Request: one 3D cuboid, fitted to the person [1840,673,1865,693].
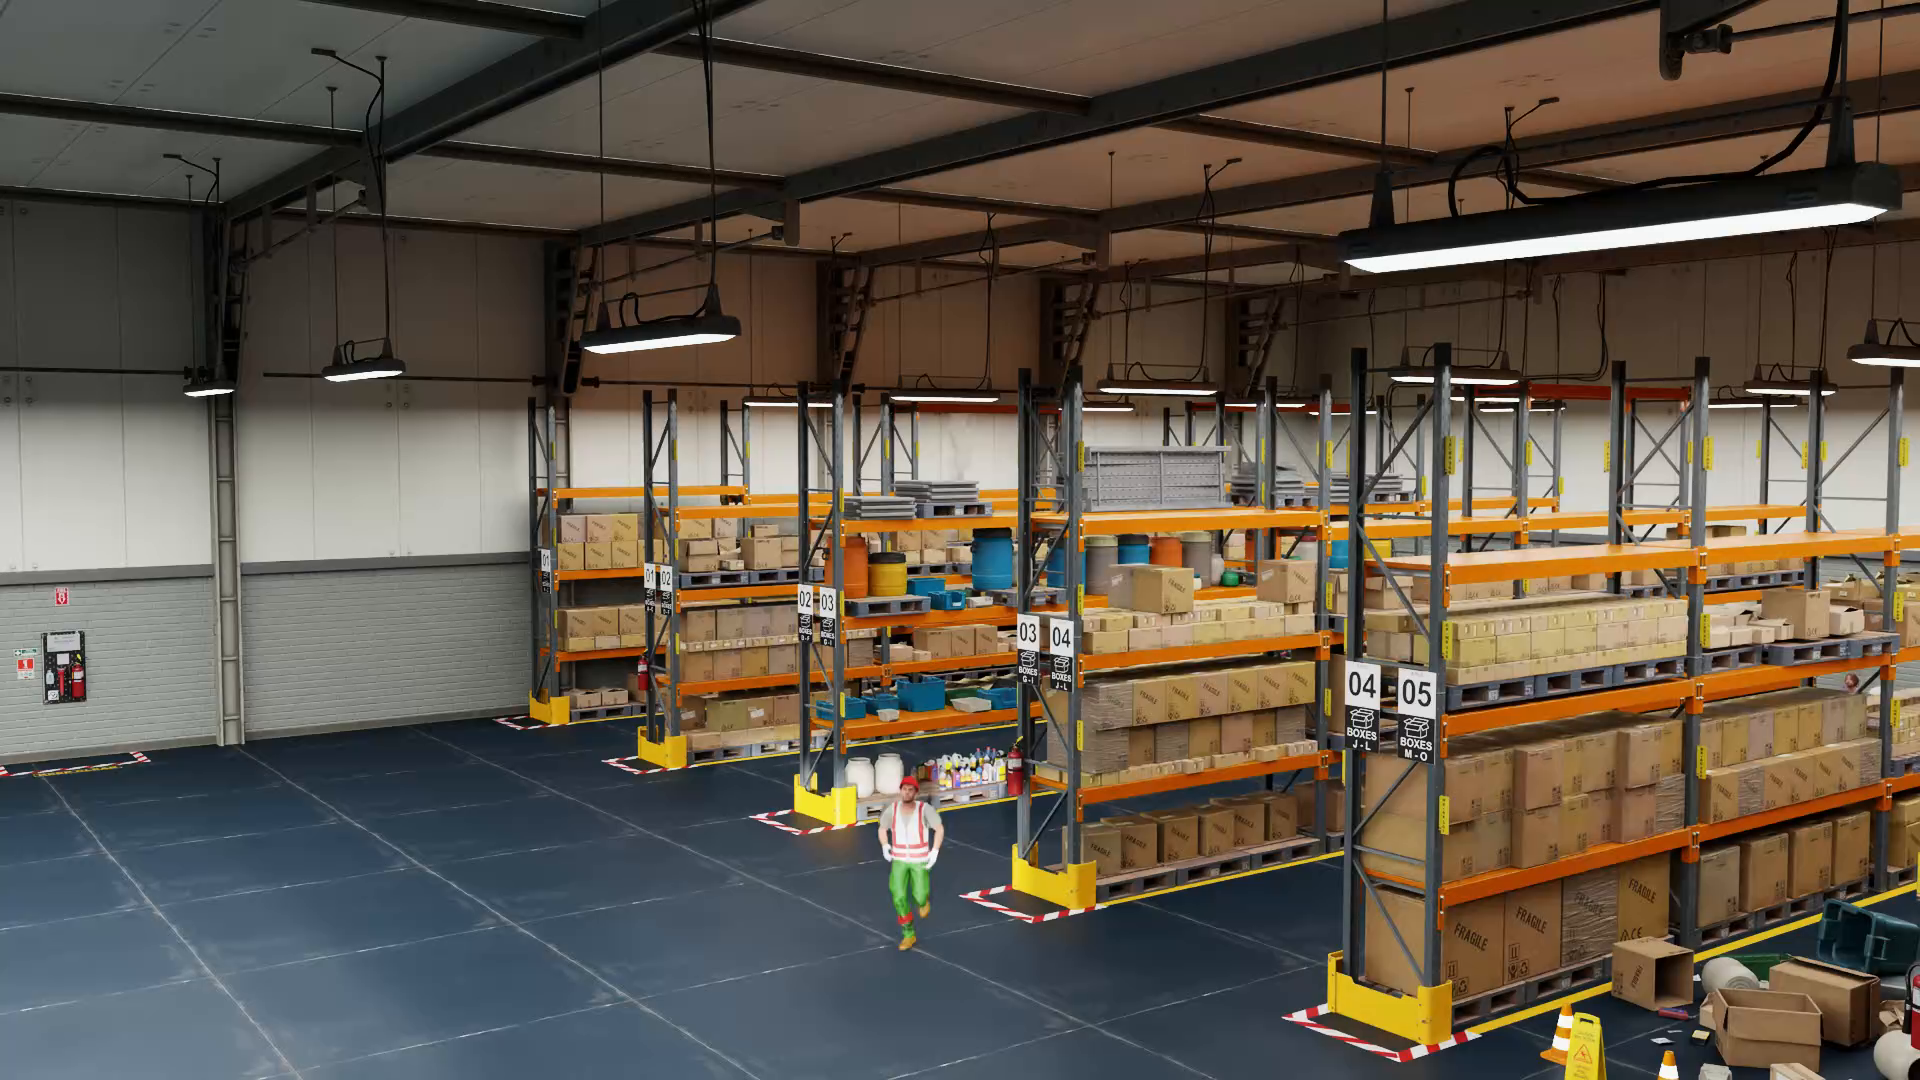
[{"bbox_3d":[13.997,2.850,26.120,0.499,1.549,0.644,3,5,45],"label":"person"}]

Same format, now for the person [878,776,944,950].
[{"bbox_3d":[-0.514,3.291,17.167,0.687,1.738,0.666,0,3,6],"label":"person"}]

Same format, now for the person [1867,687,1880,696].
[{"bbox_3d":[13.031,2.922,23.643,0.722,1.701,0.668,-3,5,-41],"label":"person"}]
